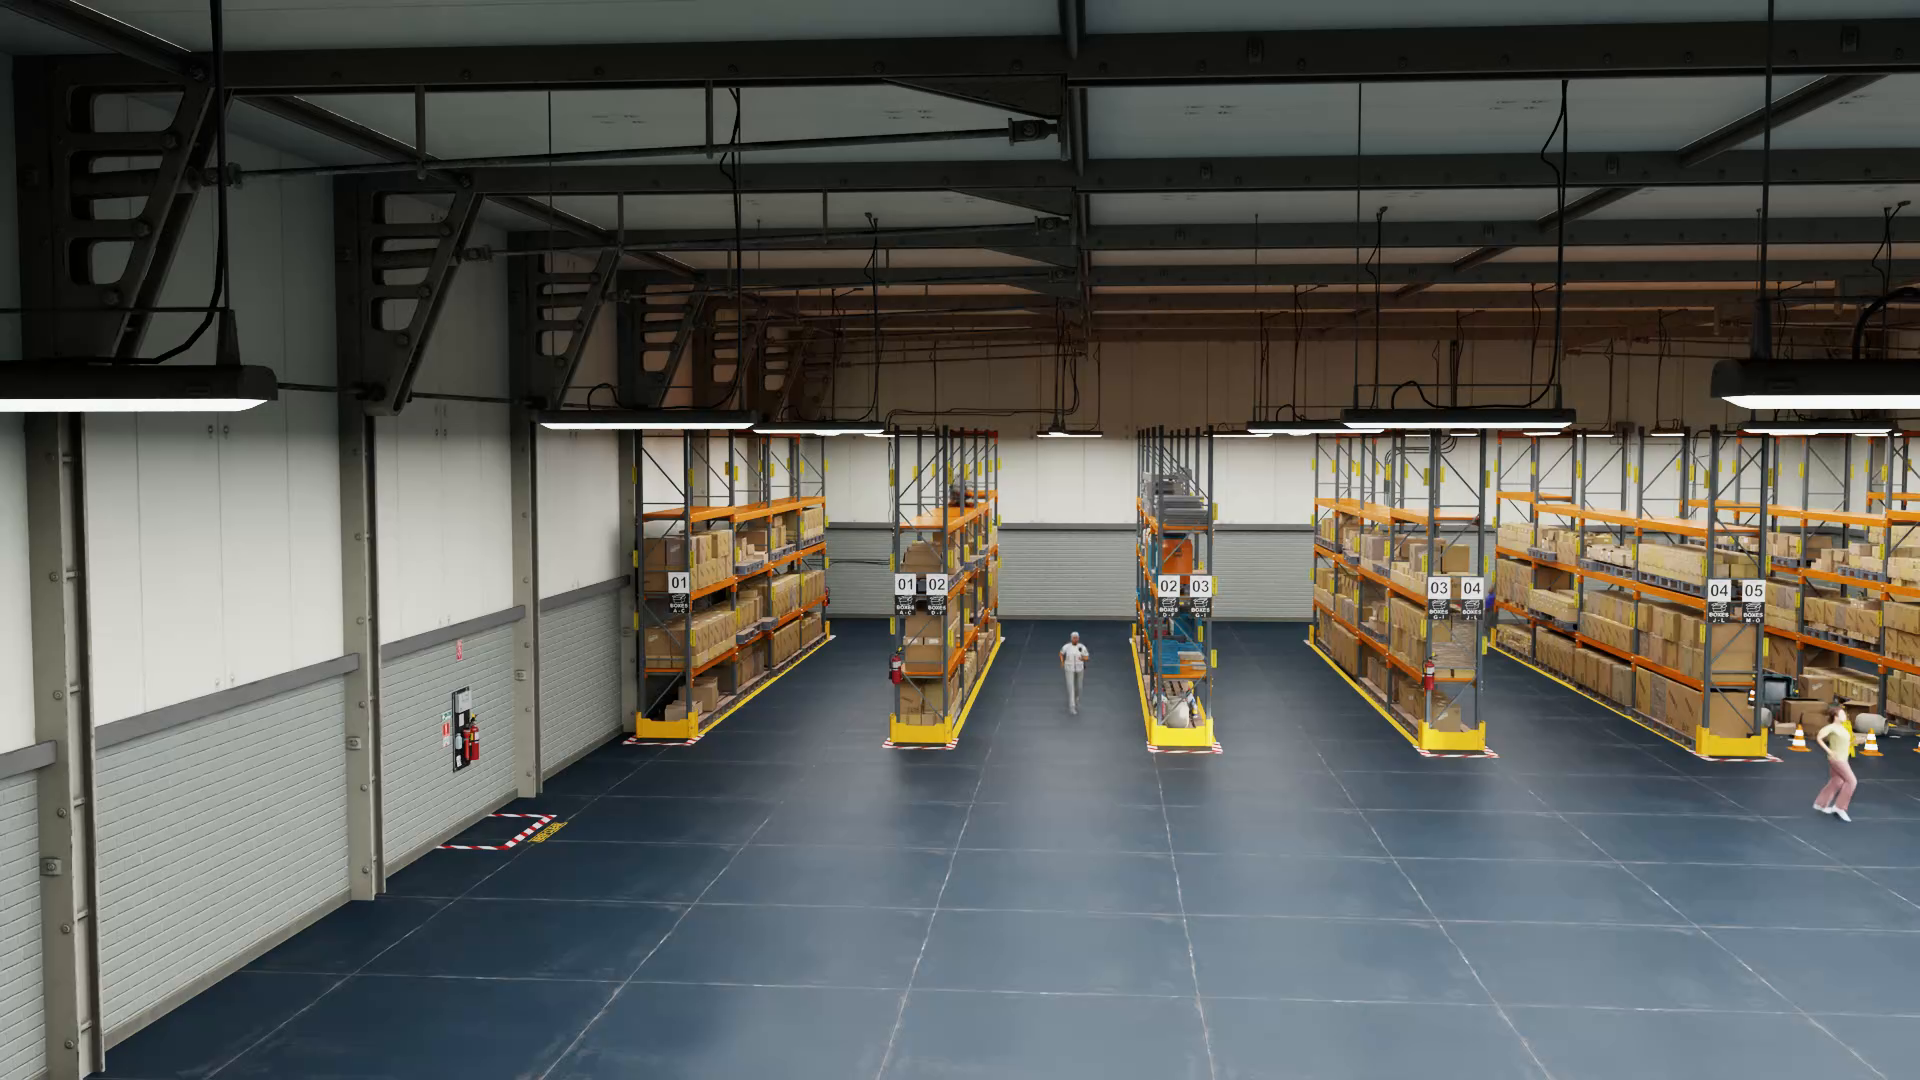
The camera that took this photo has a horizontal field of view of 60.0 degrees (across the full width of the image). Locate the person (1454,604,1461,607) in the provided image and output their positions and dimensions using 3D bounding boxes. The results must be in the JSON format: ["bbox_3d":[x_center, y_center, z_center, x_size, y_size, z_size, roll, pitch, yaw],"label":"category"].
[{"bbox_3d":[14.182,2.080,47.311,0.523,1.604,0.843,-2,4,-26],"label":"person"}]

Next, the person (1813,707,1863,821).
[{"bbox_3d":[13.289,3.376,25.177,0.664,1.711,0.557,3,4,40],"label":"person"}]

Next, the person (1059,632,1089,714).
[{"bbox_3d":[2.416,2.766,35.047,0.603,1.661,0.921,0,3,-4],"label":"person"}]

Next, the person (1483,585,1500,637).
[{"bbox_3d":[15.055,2.090,47.252,0.646,1.606,0.632,0,3,-5],"label":"person"}]
